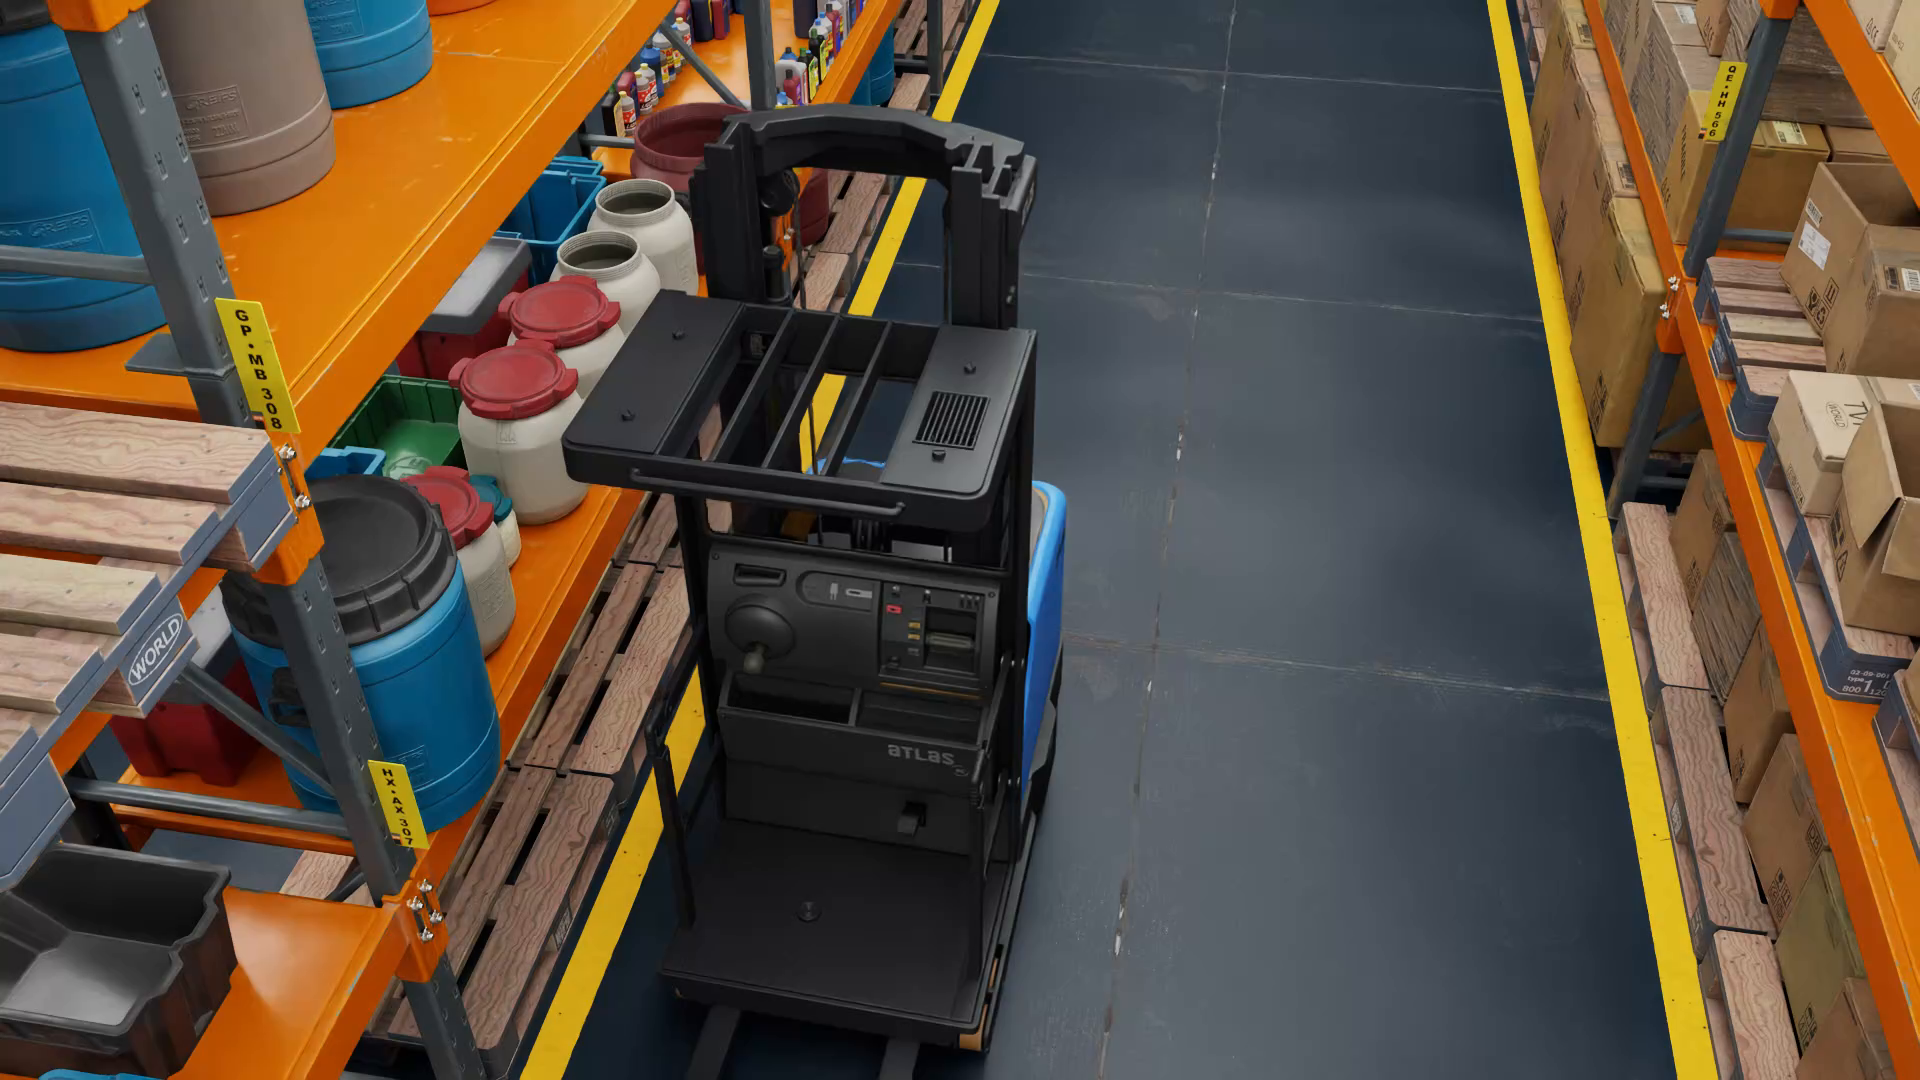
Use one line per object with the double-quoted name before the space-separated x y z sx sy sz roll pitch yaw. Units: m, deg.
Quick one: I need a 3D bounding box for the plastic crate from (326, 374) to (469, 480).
"plastic crate" -1.980 -0.310 5.937 0.450 0.188 0.662 6 40 8

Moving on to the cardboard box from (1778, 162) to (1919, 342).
"cardboard box" 3.513 -1.089 6.305 0.500 0.500 0.500 2 40 2

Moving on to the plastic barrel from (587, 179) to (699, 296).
"plastic barrel" -1.278 -1.152 6.701 0.421 0.512 0.421 0 40 0

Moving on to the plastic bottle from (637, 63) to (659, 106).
"plastic bottle" -1.566 -2.278 8.308 0.097 0.201 0.097 0 40 0

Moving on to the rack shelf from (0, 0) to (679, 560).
"rack shelf" -1.657 -1.401 5.301 1.077 0.370 4.000 6 40 8

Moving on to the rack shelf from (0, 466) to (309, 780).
"rack shelf" -2.349 1.109 2.265 1.077 0.370 4.000 6 40 8

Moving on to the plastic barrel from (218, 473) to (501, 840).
"plastic barrel" -1.638 0.330 4.603 0.600 0.901 0.708 6 40 8

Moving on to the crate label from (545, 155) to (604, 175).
"crate label" -1.753 -1.490 7.330 0.303 0.233 0.416 6 40 8

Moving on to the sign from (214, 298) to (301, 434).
"sign" -1.463 -0.359 3.469 0.100 0.325 0.005 6 40 8

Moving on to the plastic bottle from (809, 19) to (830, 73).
"plastic bottle" -0.727 -2.553 8.584 0.097 0.271 0.097 0 40 0

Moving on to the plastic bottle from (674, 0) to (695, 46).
"plastic bottle" -1.463 -2.751 8.815 0.061 0.283 0.133 6 40 8

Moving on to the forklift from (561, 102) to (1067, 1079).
"forklift" -0.381 0.340 5.039 1.130 2.935 3.031 7 40 9

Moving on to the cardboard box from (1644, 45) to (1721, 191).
"cardboard box" 3.501 -1.919 7.639 0.500 0.500 0.500 6 40 7

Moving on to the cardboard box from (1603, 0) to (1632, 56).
"cardboard box" 3.761 -2.890 8.813 0.500 0.500 0.500 6 40 7

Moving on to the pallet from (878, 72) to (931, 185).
"pallet" -0.793 -2.734 10.891 1.003 0.211 1.213 6 40 8

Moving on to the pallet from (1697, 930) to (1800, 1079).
"pallet" 3.009 1.865 5.329 1.003 0.211 1.213 6 40 8

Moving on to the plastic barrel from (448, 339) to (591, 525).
"plastic barrel" -1.494 -0.356 5.720 0.433 0.535 0.433 0 40 0

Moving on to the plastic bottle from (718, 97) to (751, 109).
"plastic bottle" -1.067 -1.983 7.891 0.152 0.276 0.135 6 40 8

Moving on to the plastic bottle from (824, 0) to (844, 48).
"plastic bottle" -0.671 -2.759 8.833 0.097 0.271 0.097 0 40 0

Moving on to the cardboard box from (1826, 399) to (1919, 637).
"cardboard box" 3.084 -0.021 5.011 0.797 0.503 0.637 10 41 12

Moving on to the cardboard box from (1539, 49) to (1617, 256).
"cardboard box" 4.015 -2.120 9.298 1.225 0.875 0.875 5 40 6

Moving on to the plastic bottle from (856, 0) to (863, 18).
"plastic bottle" -0.577 -3.034 9.157 0.061 0.283 0.133 6 40 8

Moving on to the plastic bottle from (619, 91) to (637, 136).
"plastic bottle" -1.623 -2.072 8.059 0.097 0.201 0.097 0 40 0

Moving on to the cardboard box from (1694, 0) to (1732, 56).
"cardboard box" 3.825 -2.522 7.581 0.797 0.503 0.637 7 40 9

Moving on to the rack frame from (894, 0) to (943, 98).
"rack frame" -0.619 -4.288 10.582 1.000 3.000 0.127 6 40 8

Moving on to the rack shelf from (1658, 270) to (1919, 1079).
"rack shelf" 3.221 0.301 5.597 1.077 0.370 4.000 6 40 8

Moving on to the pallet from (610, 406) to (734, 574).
"pallet" -1.483 -0.221 7.852 1.003 0.211 1.213 6 40 8

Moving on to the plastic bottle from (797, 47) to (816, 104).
"plastic bottle" -0.769 -2.338 8.315 0.061 0.283 0.133 6 40 8

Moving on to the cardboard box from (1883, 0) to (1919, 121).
"cardboard box" 3.067 -1.417 4.874 0.500 0.250 0.500 7 40 9

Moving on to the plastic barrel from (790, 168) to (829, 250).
"plastic barrel" -1.047 -2.028 9.412 0.600 0.588 0.708 6 40 8

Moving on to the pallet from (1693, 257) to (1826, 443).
"pallet" 3.549 -0.699 6.391 1.213 0.211 1.003 6 40 8

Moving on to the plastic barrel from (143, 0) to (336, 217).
"plastic barrel" -2.015 -1.370 4.306 0.600 0.901 0.600 0 40 0

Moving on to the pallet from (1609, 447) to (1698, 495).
"pallet" 3.778 -0.643 8.362 1.003 0.211 1.213 6 40 8

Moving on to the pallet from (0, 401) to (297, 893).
"pallet" -2.032 0.113 3.053 1.213 0.211 1.003 6 40 8

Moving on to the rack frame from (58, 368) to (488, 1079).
"rack frame" -2.003 0.733 4.510 1.000 3.000 0.127 6 40 8

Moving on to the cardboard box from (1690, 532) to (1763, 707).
"cardboard box" 3.388 0.334 6.608 0.700 0.500 0.500 3 40 4

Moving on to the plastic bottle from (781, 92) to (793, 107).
"plastic bottle" -0.854 -2.068 8.053 0.097 0.201 0.097 0 40 0

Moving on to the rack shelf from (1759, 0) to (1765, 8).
"rack shelf" 3.914 -3.366 7.677 1.077 0.370 4.000 6 40 8

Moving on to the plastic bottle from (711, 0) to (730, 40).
"plastic bottle" -1.289 -2.851 8.936 0.061 0.283 0.133 6 40 8

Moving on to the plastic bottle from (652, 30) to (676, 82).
"plastic bottle" -1.516 -2.489 8.507 0.097 0.271 0.097 0 40 0

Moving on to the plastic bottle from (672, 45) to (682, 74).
"plastic bottle" -1.499 -2.523 8.603 0.097 0.201 0.097 0 40 0

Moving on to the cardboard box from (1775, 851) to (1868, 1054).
"cardboard box" 3.104 1.392 5.328 0.700 0.500 0.500 6 40 7
